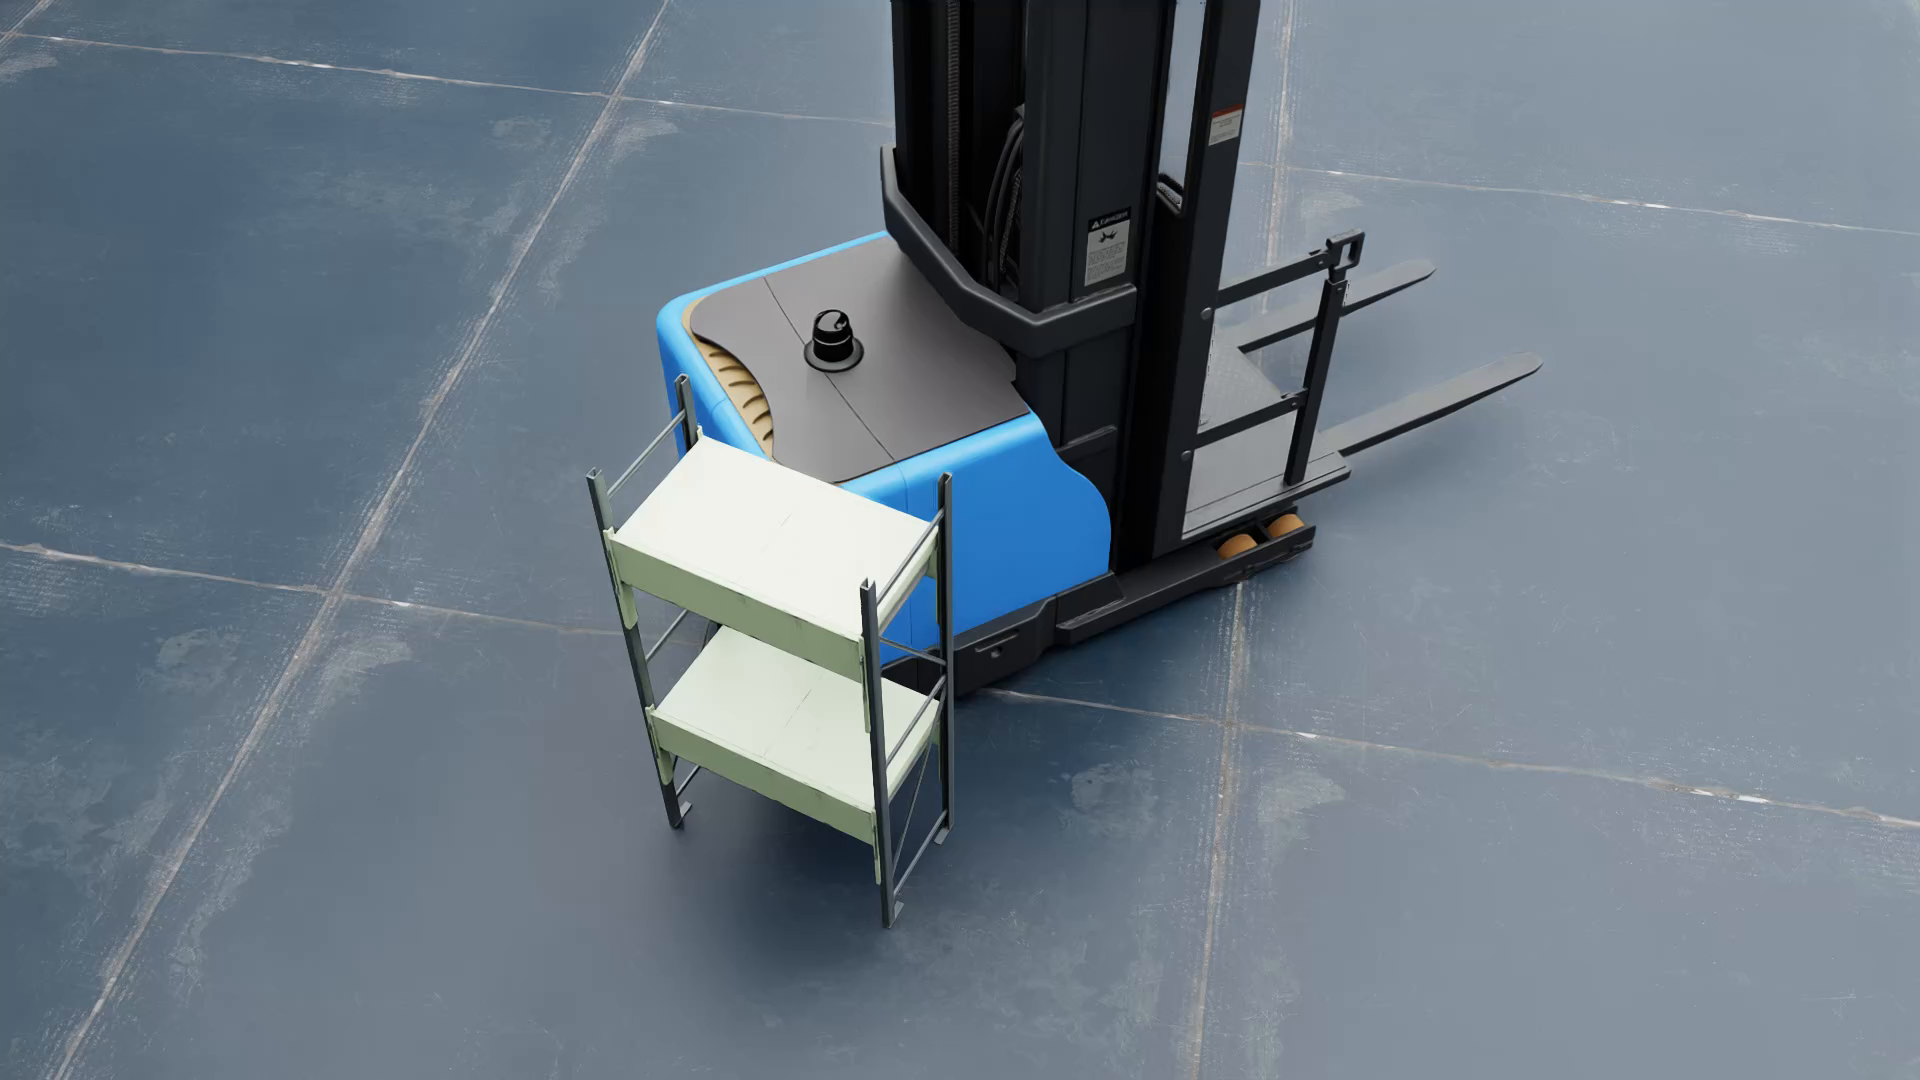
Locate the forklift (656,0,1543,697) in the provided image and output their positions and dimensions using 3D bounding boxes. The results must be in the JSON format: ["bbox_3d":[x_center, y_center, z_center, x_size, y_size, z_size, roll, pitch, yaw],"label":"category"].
[{"bbox_3d":[0.625,-1.164,4.826,3.031,2.935,1.130,-22,52,-18],"label":"forklift"}]

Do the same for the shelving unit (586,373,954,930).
[{"bbox_3d":[-0.444,0.350,4.427,0.755,1.500,0.431,21,51,18],"label":"shelving unit"}]

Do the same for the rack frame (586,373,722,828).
[{"bbox_3d":[-0.768,0.225,4.540,0.023,1.500,0.400,21,51,18],"label":"rack frame"}]

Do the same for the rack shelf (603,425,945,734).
[{"bbox_3d":[-0.444,0.089,4.137,0.720,0.370,0.431,21,51,18],"label":"rack shelf"}]

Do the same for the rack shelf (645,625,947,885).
[{"bbox_3d":[-0.444,0.568,4.669,0.720,0.370,0.431,21,51,18],"label":"rack shelf"}]

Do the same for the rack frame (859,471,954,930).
[{"bbox_3d":[-0.119,0.476,4.314,0.023,1.500,0.400,21,51,18],"label":"rack frame"}]
